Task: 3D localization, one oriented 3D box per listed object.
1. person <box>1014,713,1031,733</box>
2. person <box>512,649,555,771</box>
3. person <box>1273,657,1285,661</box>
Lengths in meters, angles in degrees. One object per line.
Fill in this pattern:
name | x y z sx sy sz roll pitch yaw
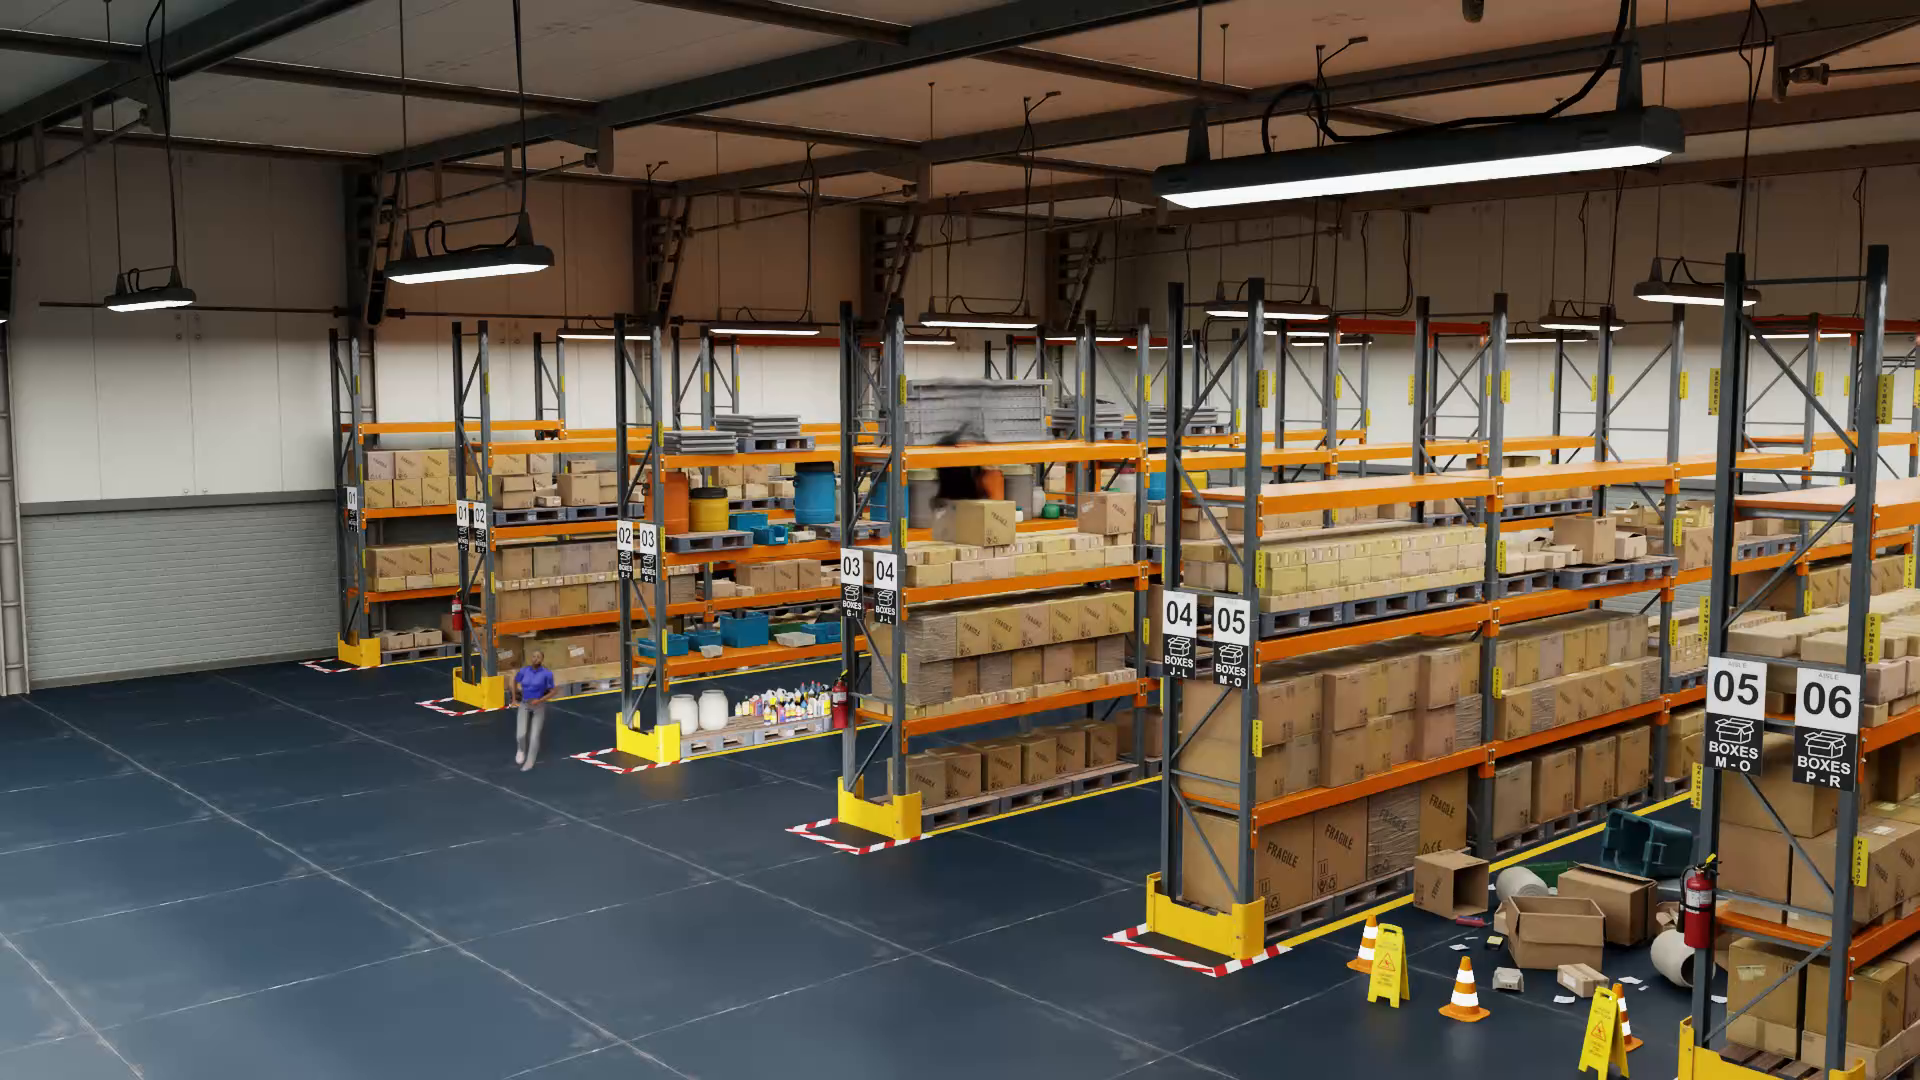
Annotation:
person | 0.906 2.043 23.406 0.616 1.660 0.554 4 7 35
person | -5.593 2.239 21.779 0.580 1.604 0.528 -1 6 -8
person | 3.947 2.291 20.284 0.803 1.778 0.647 -5 8 -42
